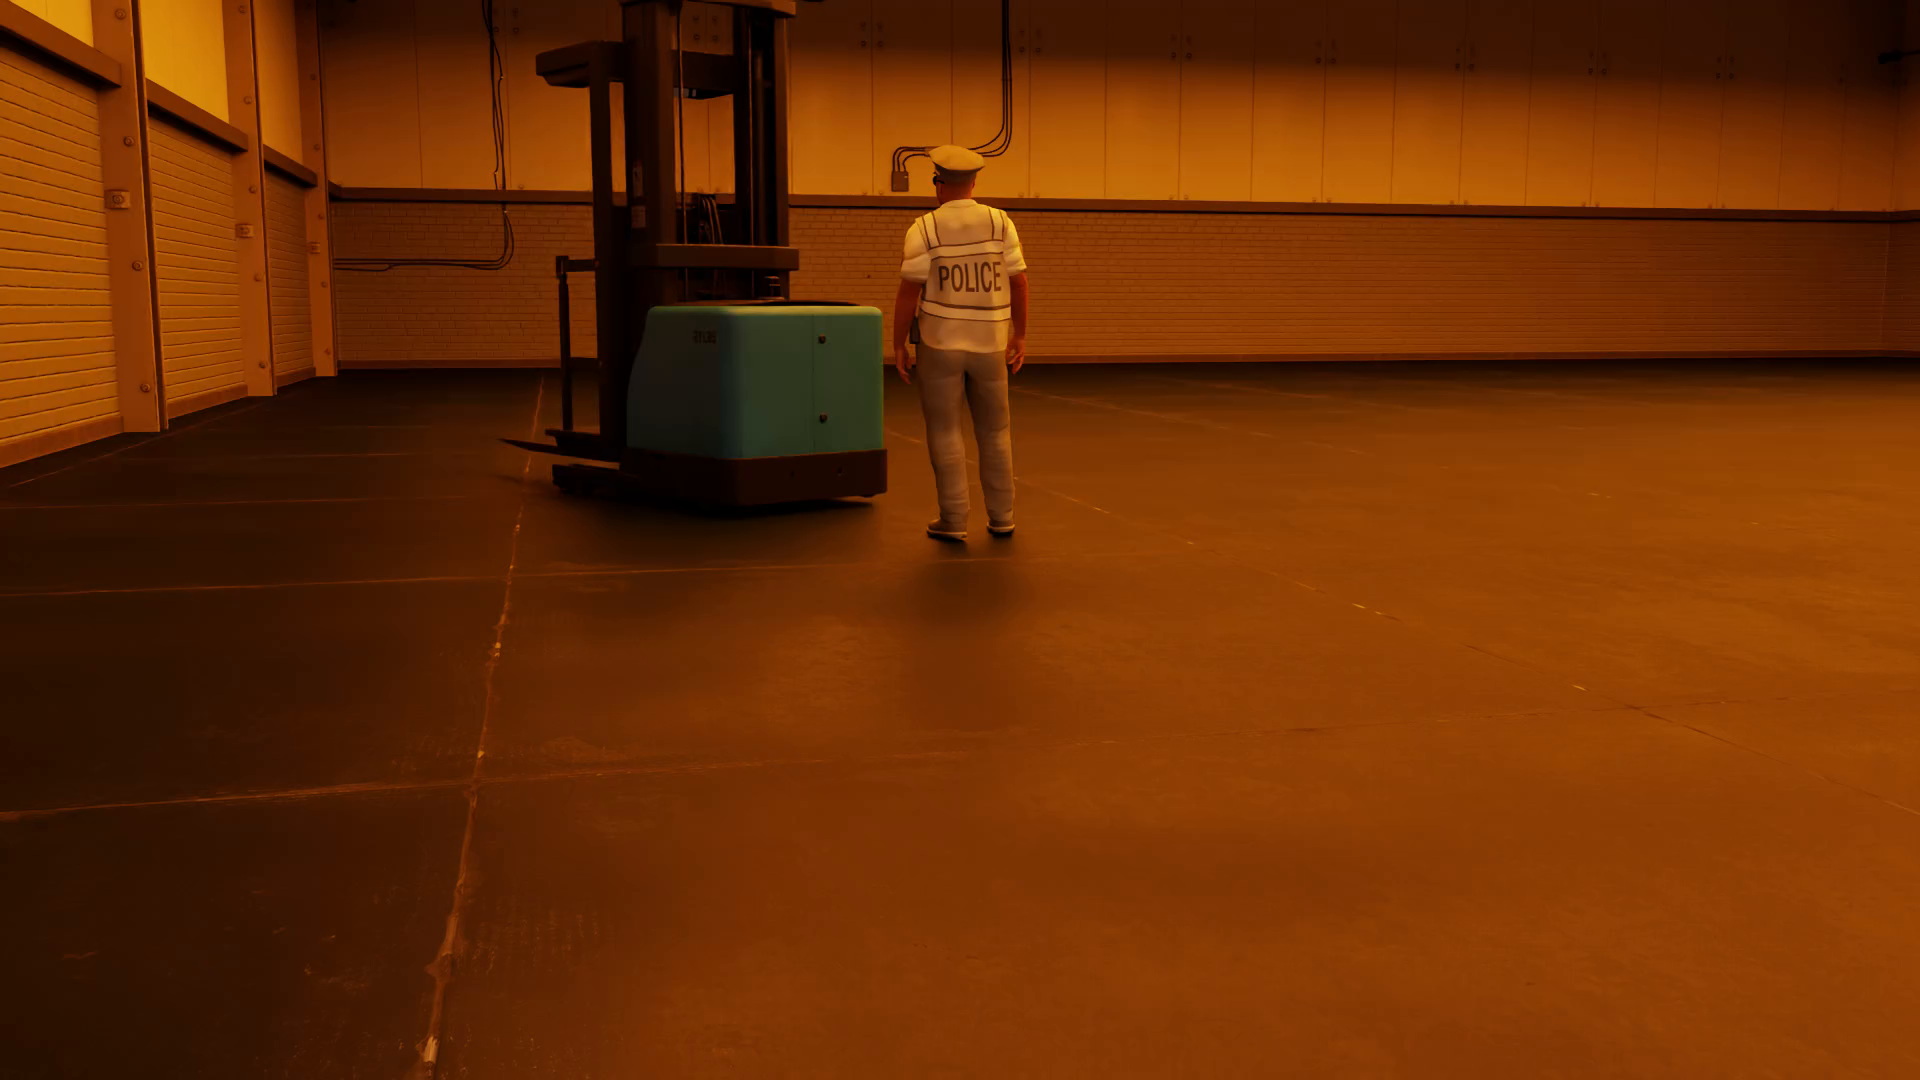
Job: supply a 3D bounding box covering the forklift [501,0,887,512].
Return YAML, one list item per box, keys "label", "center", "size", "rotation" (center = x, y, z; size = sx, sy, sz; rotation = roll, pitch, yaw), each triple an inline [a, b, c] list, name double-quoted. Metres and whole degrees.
- label: "forklift"
  center: [-1.733, -1.752, 9.646]
  size: [1.130, 2.935, 3.031]
  rotation: [-7, 10, -40]

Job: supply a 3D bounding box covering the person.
- label: "person"
  center: [-0.007, -0.902, 7.660]
  size: [0.641, 1.781, 0.574]
  rotation: [-2, 8, -13]
